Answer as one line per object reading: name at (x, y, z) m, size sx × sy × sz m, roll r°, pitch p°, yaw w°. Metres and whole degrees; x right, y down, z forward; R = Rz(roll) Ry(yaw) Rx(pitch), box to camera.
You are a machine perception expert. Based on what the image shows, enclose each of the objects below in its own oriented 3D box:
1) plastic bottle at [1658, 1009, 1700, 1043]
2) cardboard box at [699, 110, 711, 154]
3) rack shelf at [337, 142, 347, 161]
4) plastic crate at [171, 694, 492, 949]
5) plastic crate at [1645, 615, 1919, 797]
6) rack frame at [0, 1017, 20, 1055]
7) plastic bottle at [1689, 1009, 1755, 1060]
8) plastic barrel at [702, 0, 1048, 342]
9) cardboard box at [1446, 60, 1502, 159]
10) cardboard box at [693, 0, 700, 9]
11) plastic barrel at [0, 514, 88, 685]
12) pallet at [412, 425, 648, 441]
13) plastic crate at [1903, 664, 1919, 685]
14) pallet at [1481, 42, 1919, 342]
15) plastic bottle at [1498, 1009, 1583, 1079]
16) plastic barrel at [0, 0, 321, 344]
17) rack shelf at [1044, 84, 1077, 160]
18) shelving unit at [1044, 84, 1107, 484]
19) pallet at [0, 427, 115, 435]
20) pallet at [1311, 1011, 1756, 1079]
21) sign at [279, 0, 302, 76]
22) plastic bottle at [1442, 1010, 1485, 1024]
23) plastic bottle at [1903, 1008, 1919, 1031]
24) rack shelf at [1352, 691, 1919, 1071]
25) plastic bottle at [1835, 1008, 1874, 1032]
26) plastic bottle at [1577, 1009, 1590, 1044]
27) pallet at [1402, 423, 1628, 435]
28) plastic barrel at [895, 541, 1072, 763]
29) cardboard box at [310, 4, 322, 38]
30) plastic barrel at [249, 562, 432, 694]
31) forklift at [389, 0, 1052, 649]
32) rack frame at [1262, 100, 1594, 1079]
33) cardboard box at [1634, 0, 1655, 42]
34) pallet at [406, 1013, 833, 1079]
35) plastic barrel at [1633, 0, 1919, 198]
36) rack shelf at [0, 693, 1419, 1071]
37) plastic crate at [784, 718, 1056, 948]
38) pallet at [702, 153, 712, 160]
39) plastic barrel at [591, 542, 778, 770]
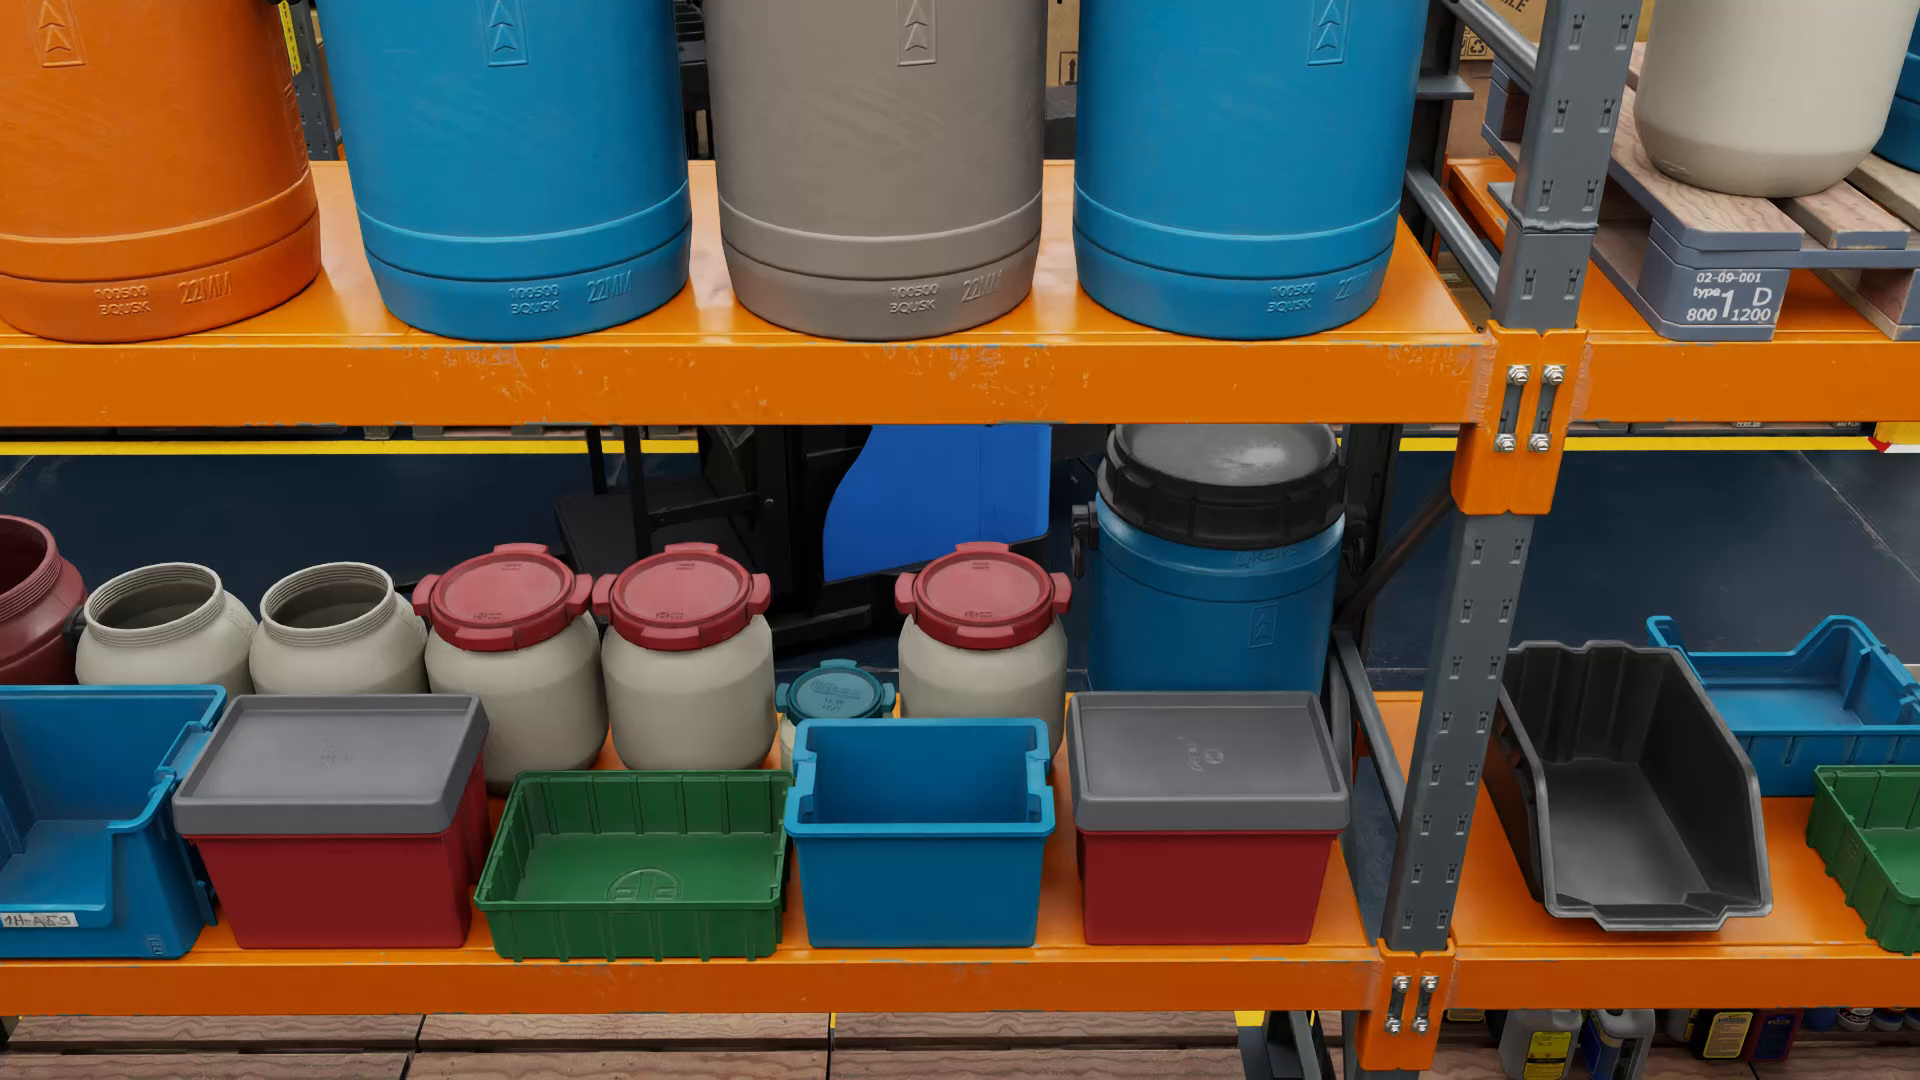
plastic bottle at (2.172, 1.295, 4.853) m, size 0.185 × 0.351 × 0.144 m, roll 0°, pitch 31°, yaw -1°
cardboard box at (-1.337, -2.054, 7.983) m, size 0.500 × 0.250 × 0.500 m, roll -1°, pitch 31°, yaw -2°
rack shelf at (-5.015, -1.739, 8.418) m, size 4.000 × 0.370 × 1.077 m, roll 0°, pitch 31°, yaw 0°
plastic crate at (-1.367, 0.643, 3.737) m, size 0.583 × 0.464 × 0.402 m, roll 0°, pitch 31°, yaw 0°
plastic crate at (2.120, 0.423, 4.304) m, size 0.616 × 0.251 × 0.499 m, roll 0°, pitch 31°, yaw 0°
rack frame at (-2.985, 0.517, 4.007) m, size 0.127 × 3.000 × 1.000 m, roll 0°, pitch 31°, yaw 0°
plastic bottle at (2.199, 1.377, 4.783) m, size 0.133 × 0.283 × 0.061 m, roll 0°, pitch 31°, yaw 0°
plastic barrel at (-0.146, -0.876, 2.928) m, size 0.600 × 0.901 × 0.600 m, roll 0°, pitch 31°, yaw 0°
cardboard box at (2.435, -2.241, 8.169) m, size 0.500 × 0.500 × 0.875 m, roll 0°, pitch 31°, yaw 0°
cardboard box at (-2.334, -3.799, 12.883) m, size 0.750 × 0.750 × 1.050 m, roll -1°, pitch 31°, yaw -1°
plastic barrel at (-2.522, 0.300, 4.233) m, size 0.708 × 0.536 × 0.600 m, roll 0°, pitch 31°, yaw 0°
pallet at (-2.233, -0.862, 8.967) m, size 1.213 × 0.211 × 1.003 m, roll 0°, pitch 31°, yaw 0°
plastic crate at (2.637, 0.480, 4.321) m, size 0.437 × 0.136 × 0.530 m, roll 0°, pitch 31°, yaw 0°
pallet at (1.736, -0.751, 3.386) m, size 1.003 × 0.211 × 1.213 m, roll 0°, pitch 31°, yaw 0°
plastic bottle at (1.658, 1.372, 4.727) m, size 0.185 × 0.351 × 0.144 m, roll 0°, pitch 31°, yaw 0°
plastic barrel at (-1.508, -0.842, 2.939) m, size 0.708 × 0.830 × 0.600 m, roll 0°, pitch 31°, yaw 0°
rack shelf at (0.393, -1.659, 7.136) m, size 0.480 × 0.518 × 0.431 m, roll -12°, pitch 33°, yaw -19°
shelving unit at (0.393, -1.072, 7.492) m, size 0.503 × 2.100 × 0.431 m, roll -12°, pitch 33°, yaw -19°
pallet at (-5.020, -0.895, 9.021) m, size 1.213 × 0.211 × 1.003 m, roll 0°, pitch 31°, yaw 0°
pallet at (1.687, 1.716, 4.719) m, size 1.213 × 0.211 × 1.003 m, roll 0°, pitch 31°, yaw 0°
sign at (-3.008, -2.260, 7.466) m, size 0.005 × 0.325 × 0.100 m, roll 0°, pitch 31°, yaw 0°
plastic bottle at (1.494, 1.305, 4.902) m, size 0.133 × 0.283 × 0.061 m, roll 1°, pitch 31°, yaw 2°
plastic bottle at (2.858, 1.315, 4.897) m, size 0.097 × 0.271 × 0.097 m, roll 0°, pitch 31°, yaw 0°
rack shelf at (3.015, 0.805, 4.224) m, size 4.000 × 0.370 × 1.077 m, roll 0°, pitch 31°, yaw 0°
plastic bottle at (2.658, 1.346, 4.914) m, size 0.097 × 0.201 × 0.097 m, roll 0°, pitch 31°, yaw 0°
plastic bottle at (1.849, 1.296, 4.851) m, size 0.185 × 0.351 × 0.144 m, roll -2°, pitch 31°, yaw -3°
pallet at (2.880, -0.899, 9.028) m, size 1.213 × 0.211 × 1.003 m, roll 0°, pitch 31°, yaw 0°
plastic barrel at (0.057, 0.335, 4.175) m, size 0.433 × 0.535 × 0.433 m, roll 0°, pitch 31°, yaw 0°
cardboard box at (-4.639, -3.918, 12.598) m, size 0.500 × 0.250 × 0.500 m, roll 1°, pitch 31°, yaw 1°
plastic barrel at (-1.536, 0.353, 4.168) m, size 0.421 × 0.512 × 0.421 m, roll 0°, pitch 31°, yaw 0°
forklift at (-1.170, -0.970, 6.522) m, size 3.031 × 2.935 × 1.130 m, roll -12°, pitch 33°, yaw -19°
rack frame at (1.015, 0.504, 4.028) m, size 0.127 × 3.000 × 1.000 m, roll 0°, pitch 31°, yaw 0°
cardboard box at (2.937, -2.543, 7.703) m, size 0.500 × 0.500 × 0.500 m, roll 0°, pitch 31°, yaw 0°
pallet at (-0.993, 1.724, 4.705) m, size 1.213 × 0.211 × 1.003 m, roll 0°, pitch 31°, yaw 0°
plastic barrel at (1.447, -0.905, 2.946) m, size 0.421 × 0.512 × 0.421 m, roll 0°, pitch 31°, yaw 0°
rack shelf at (-0.985, 0.818, 4.204) m, size 4.000 × 0.370 × 1.077 m, roll 0°, pitch 31°, yaw 0°
plastic crate at (-0.086, 0.676, 3.760) m, size 0.575 × 0.384 × 0.392 m, roll 0°, pitch 31°, yaw 0°
pallet at (-1.035, -1.998, 8.336) m, size 1.213 × 0.211 × 1.003 m, roll 0°, pitch 31°, yaw 0°
plastic barrel at (-0.676, 0.337, 4.171) m, size 0.433 × 0.535 × 0.433 m, roll 0°, pitch 31°, yaw 0°
